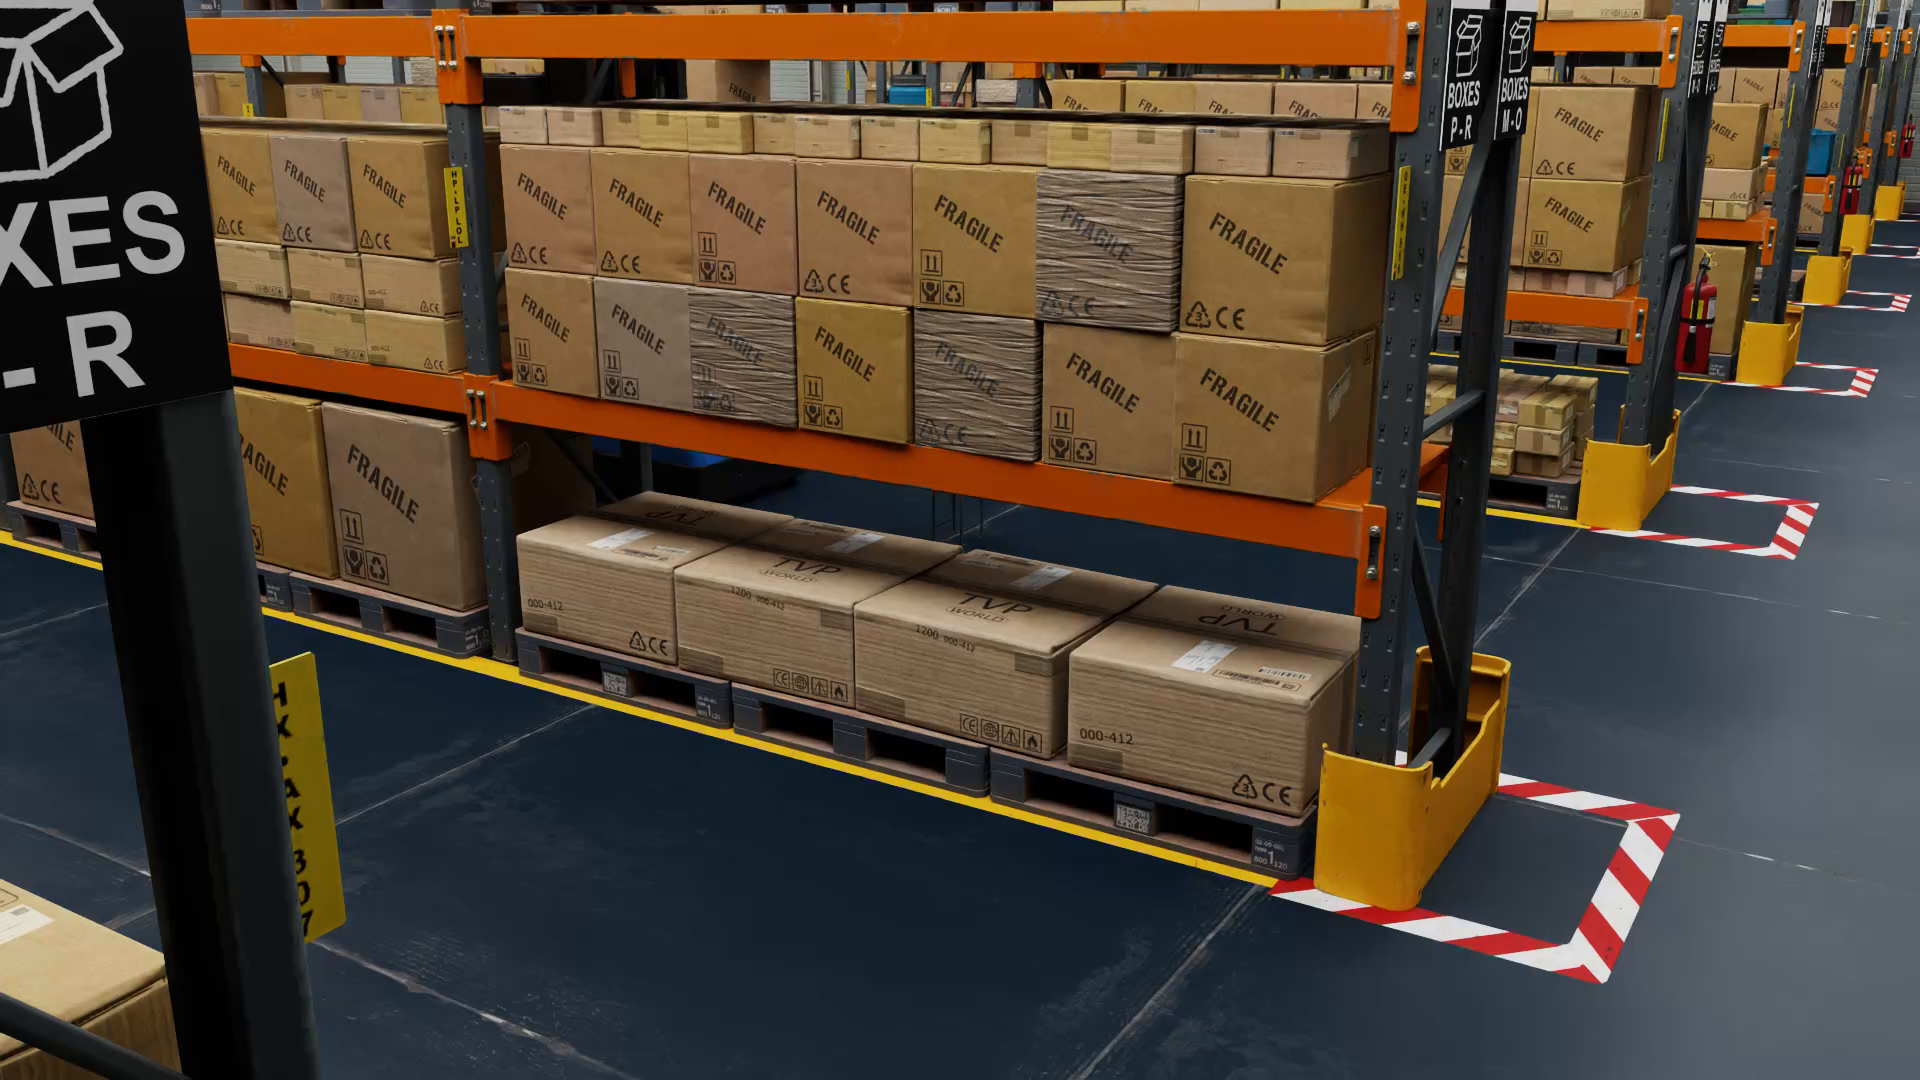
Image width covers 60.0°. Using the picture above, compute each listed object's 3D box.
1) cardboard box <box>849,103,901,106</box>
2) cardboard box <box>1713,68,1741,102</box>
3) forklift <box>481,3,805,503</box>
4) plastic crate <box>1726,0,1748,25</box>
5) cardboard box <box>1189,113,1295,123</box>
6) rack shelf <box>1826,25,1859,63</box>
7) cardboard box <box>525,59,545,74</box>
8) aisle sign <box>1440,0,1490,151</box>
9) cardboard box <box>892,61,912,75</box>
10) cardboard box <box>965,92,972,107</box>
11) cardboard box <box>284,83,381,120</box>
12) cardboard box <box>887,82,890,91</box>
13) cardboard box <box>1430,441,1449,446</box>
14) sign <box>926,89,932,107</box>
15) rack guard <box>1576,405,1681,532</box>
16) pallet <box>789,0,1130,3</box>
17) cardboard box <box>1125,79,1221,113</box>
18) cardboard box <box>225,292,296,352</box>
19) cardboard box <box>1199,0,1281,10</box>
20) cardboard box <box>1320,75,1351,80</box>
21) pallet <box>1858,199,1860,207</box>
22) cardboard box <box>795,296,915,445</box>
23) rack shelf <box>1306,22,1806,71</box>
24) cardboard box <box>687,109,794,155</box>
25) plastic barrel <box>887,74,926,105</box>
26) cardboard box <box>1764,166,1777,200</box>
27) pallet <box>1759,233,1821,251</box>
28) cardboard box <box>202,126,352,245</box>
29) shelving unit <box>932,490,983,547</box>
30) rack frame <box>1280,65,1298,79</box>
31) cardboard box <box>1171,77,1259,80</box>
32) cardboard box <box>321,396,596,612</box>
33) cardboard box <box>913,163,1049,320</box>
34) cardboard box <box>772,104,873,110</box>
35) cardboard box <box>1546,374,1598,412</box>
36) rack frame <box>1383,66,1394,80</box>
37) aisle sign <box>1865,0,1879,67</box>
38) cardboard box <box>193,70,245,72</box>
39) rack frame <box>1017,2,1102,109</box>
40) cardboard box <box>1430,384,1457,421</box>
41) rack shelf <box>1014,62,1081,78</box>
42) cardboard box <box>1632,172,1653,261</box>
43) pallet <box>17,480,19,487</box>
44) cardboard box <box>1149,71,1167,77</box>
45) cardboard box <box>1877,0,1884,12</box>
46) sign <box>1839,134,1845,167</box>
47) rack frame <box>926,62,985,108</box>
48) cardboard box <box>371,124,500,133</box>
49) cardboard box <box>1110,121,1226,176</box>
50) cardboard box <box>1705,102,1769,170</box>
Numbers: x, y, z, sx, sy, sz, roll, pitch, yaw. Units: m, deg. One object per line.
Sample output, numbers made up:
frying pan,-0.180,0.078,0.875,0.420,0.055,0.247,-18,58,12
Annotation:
cardboard box,-1.048,-4.447,17.964,0.500,0.500,0.700,14,22,38
cardboard box,10.130,-6.060,22.277,0.500,0.500,0.500,11,20,32
forklift,-2.491,-1.887,10.550,3.031,2.935,1.130,11,20,32
plastic crate,8.212,-5.781,18.199,0.767,0.338,0.504,10,20,30
cardboard box,1.012,-1.444,5.964,0.250,0.149,0.380,11,20,32
rack shelf,7.666,-5.471,18.307,4.000,0.370,1.077,10,20,30
cardboard box,-4.827,-5.495,19.906,0.500,0.500,0.500,10,20,30
aisle sign,1.491,-1.550,4.852,0.004,0.787,0.394,10,20,30
cardboard box,-0.781,-8.243,28.953,0.500,0.500,0.700,10,19,29
cardboard box,0.480,-7.396,28.398,0.500,0.500,0.700,10,20,31
cardboard box,-5.703,-3.913,15.210,0.500,0.500,0.700,10,19,29
cardboard box,-1.220,-7.941,29.074,0.250,0.149,0.380,10,19,29
cardboard box,3.086,-0.576,10.300,0.250,0.149,0.380,10,20,30
sign,-0.315,-4.446,17.000,0.005,0.325,0.100,10,20,30
rack guard,4.031,-0.451,10.006,0.348,0.500,1.175,10,20,30
pallet,-0.090,-2.083,6.068,1.213,0.211,1.003,10,20,30
cardboard box,1.394,-2.709,10.733,0.500,0.500,0.500,9,19,28
cardboard box,-3.184,-1.096,8.086,0.500,0.250,0.500,10,19,29
cardboard box,1.809,-3.314,10.226,0.500,0.250,0.500,11,20,32
cardboard box,6.842,-8.151,30.127,0.500,0.500,0.700,8,19,25
pallet,13.833,-5.297,26.456,1.213,0.211,1.003,10,20,30
cardboard box,-0.268,-0.681,6.291,0.500,0.500,0.500,11,20,32
rack shelf,5.074,-4.244,14.268,4.000,0.370,1.077,10,20,30
cardboard box,-0.826,-1.563,6.357,0.250,0.149,0.380,9,19,28
plastic barrel,-0.685,-6.007,23.132,0.708,0.901,0.600,10,20,30
cardboard box,13.051,-5.768,26.787,0.500,0.500,0.700,9,19,28
pallet,11.221,-4.100,22.515,1.213,0.211,1.003,10,20,30
cardboard box,-3.195,-1.694,7.903,0.500,0.500,0.500,11,20,32
shelving unit,-0.012,-0.576,9.214,0.189,1.200,0.258,10,20,30
rack frame,5.149,-6.518,25.679,0.127,3.000,1.000,10,20,30
cardboard box,1.673,-2.831,11.135,0.500,0.500,0.500,9,19,28
cardboard box,-2.387,-0.261,8.014,0.875,0.875,0.875,11,20,32
cardboard box,0.176,-1.083,5.894,0.500,0.500,0.500,10,20,30
cardboard box,-0.555,-1.701,6.811,0.250,0.149,0.380,10,20,30
cardboard box,3.827,-0.921,10.411,0.250,0.149,0.380,9,19,28
rack frame,7.738,-7.746,29.720,0.127,3.000,1.000,10,20,30
aisle sign,9.587,-5.382,17.465,0.004,0.787,0.394,10,20,30
cardboard box,-7.343,-4.285,16.211,0.550,0.550,0.875,10,20,30
rack frame,0.688,-2.244,11.608,0.127,3.000,1.000,10,20,30
cardboard box,3.041,-0.835,10.129,0.250,0.149,0.380,10,19,29
rack shelf,-1.017,-3.639,12.278,4.000,0.370,1.077,10,20,30
cardboard box,3.858,-1.962,9.997,0.500,0.500,0.500,11,20,33
pallet,-5.890,-0.396,10.322,1.213,0.211,1.003,10,20,30
cardboard box,3.765,-8.646,31.618,0.500,0.500,0.500,10,20,30
cardboard box,13.792,-8.187,25.375,0.500,0.250,0.500,11,20,32
sign,9.096,-4.015,17.156,0.005,0.325,0.100,10,20,30
rack frame,-0.039,-4.065,17.604,0.127,3.000,1.000,10,20,30
cardboard box,-2.489,-1.738,8.048,0.500,0.500,0.500,10,20,30
cardboard box,0.688,-1.287,5.449,0.250,0.149,0.380,10,20,30
cardboard box,6.225,-3.287,13.498,0.500,0.500,0.500,10,20,31
